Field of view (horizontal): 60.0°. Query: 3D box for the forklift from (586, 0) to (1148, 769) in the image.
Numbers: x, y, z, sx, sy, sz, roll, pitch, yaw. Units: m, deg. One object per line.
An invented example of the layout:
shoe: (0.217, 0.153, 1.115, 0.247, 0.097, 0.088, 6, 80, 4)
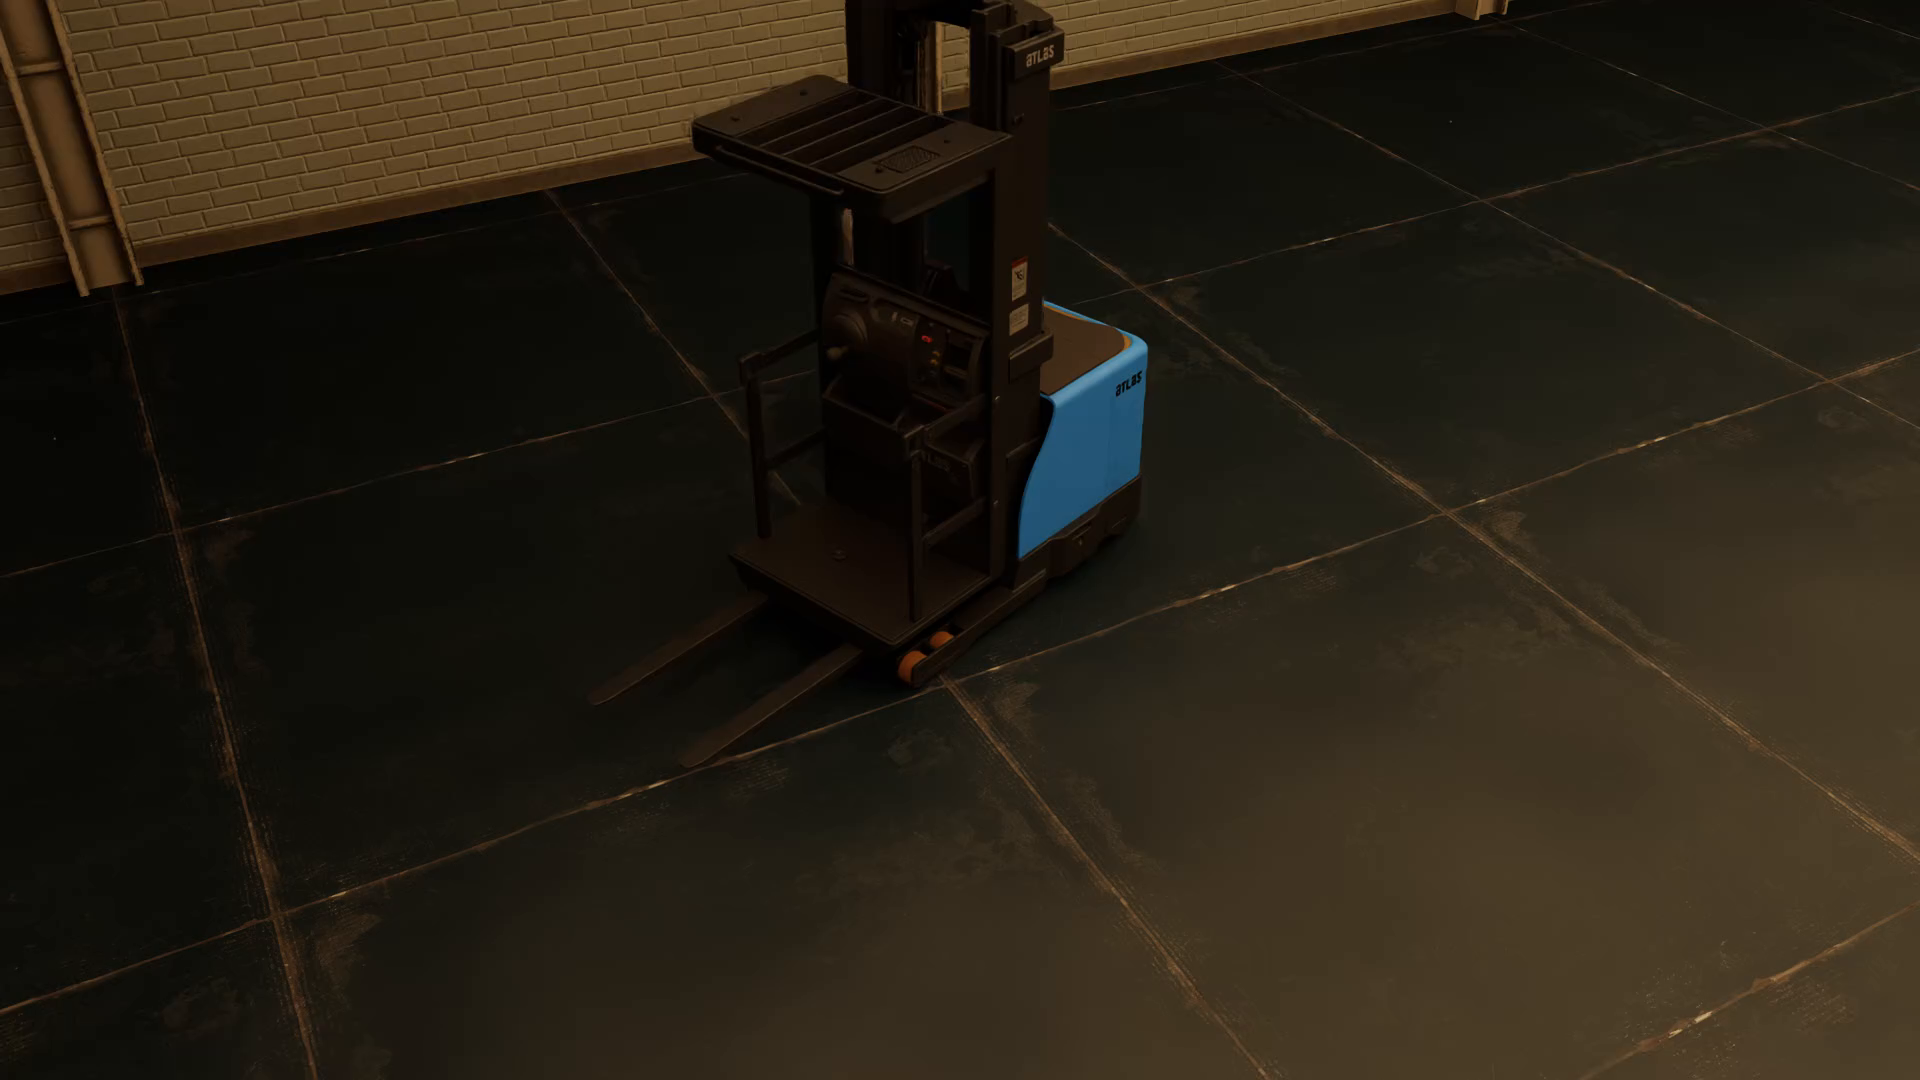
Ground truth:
forklift: (-0.400, -0.847, 7.322, 1.130, 2.935, 3.031, 27, 43, 32)

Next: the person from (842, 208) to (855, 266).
person: (-0.448, -1.333, 9.166, 0.461, 1.627, 0.748, -10, 36, -13)
